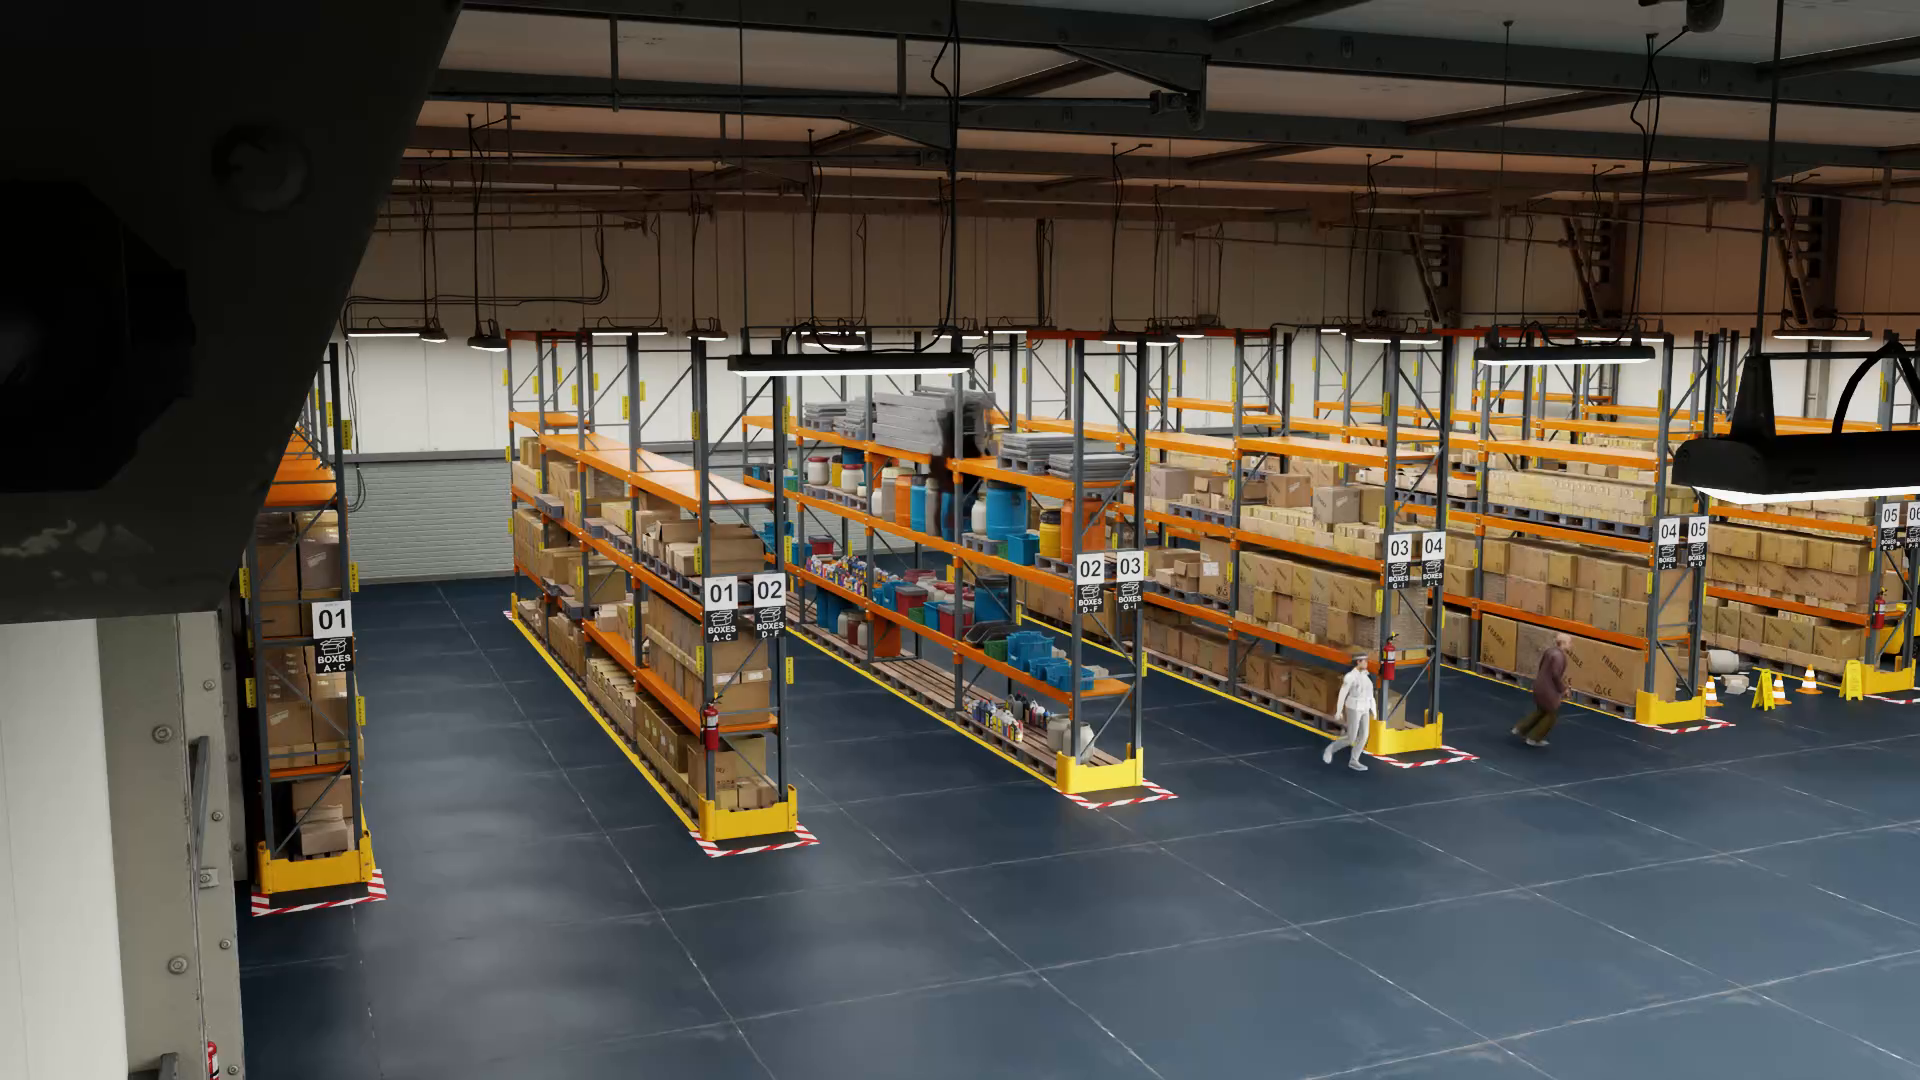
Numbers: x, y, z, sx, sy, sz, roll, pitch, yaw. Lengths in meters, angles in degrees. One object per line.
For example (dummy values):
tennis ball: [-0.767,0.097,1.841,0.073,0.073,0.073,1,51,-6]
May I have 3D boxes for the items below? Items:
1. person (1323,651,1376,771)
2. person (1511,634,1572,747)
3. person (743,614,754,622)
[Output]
person: [5.427,2.364,23.153,0.643,1.664,0.564,-7,10,-40]
person: [8.506,2.196,24.286,0.762,1.705,0.680,1,8,6]
person: [-3.641,1.452,29.602,0.679,1.735,0.659,-2,8,-15]
